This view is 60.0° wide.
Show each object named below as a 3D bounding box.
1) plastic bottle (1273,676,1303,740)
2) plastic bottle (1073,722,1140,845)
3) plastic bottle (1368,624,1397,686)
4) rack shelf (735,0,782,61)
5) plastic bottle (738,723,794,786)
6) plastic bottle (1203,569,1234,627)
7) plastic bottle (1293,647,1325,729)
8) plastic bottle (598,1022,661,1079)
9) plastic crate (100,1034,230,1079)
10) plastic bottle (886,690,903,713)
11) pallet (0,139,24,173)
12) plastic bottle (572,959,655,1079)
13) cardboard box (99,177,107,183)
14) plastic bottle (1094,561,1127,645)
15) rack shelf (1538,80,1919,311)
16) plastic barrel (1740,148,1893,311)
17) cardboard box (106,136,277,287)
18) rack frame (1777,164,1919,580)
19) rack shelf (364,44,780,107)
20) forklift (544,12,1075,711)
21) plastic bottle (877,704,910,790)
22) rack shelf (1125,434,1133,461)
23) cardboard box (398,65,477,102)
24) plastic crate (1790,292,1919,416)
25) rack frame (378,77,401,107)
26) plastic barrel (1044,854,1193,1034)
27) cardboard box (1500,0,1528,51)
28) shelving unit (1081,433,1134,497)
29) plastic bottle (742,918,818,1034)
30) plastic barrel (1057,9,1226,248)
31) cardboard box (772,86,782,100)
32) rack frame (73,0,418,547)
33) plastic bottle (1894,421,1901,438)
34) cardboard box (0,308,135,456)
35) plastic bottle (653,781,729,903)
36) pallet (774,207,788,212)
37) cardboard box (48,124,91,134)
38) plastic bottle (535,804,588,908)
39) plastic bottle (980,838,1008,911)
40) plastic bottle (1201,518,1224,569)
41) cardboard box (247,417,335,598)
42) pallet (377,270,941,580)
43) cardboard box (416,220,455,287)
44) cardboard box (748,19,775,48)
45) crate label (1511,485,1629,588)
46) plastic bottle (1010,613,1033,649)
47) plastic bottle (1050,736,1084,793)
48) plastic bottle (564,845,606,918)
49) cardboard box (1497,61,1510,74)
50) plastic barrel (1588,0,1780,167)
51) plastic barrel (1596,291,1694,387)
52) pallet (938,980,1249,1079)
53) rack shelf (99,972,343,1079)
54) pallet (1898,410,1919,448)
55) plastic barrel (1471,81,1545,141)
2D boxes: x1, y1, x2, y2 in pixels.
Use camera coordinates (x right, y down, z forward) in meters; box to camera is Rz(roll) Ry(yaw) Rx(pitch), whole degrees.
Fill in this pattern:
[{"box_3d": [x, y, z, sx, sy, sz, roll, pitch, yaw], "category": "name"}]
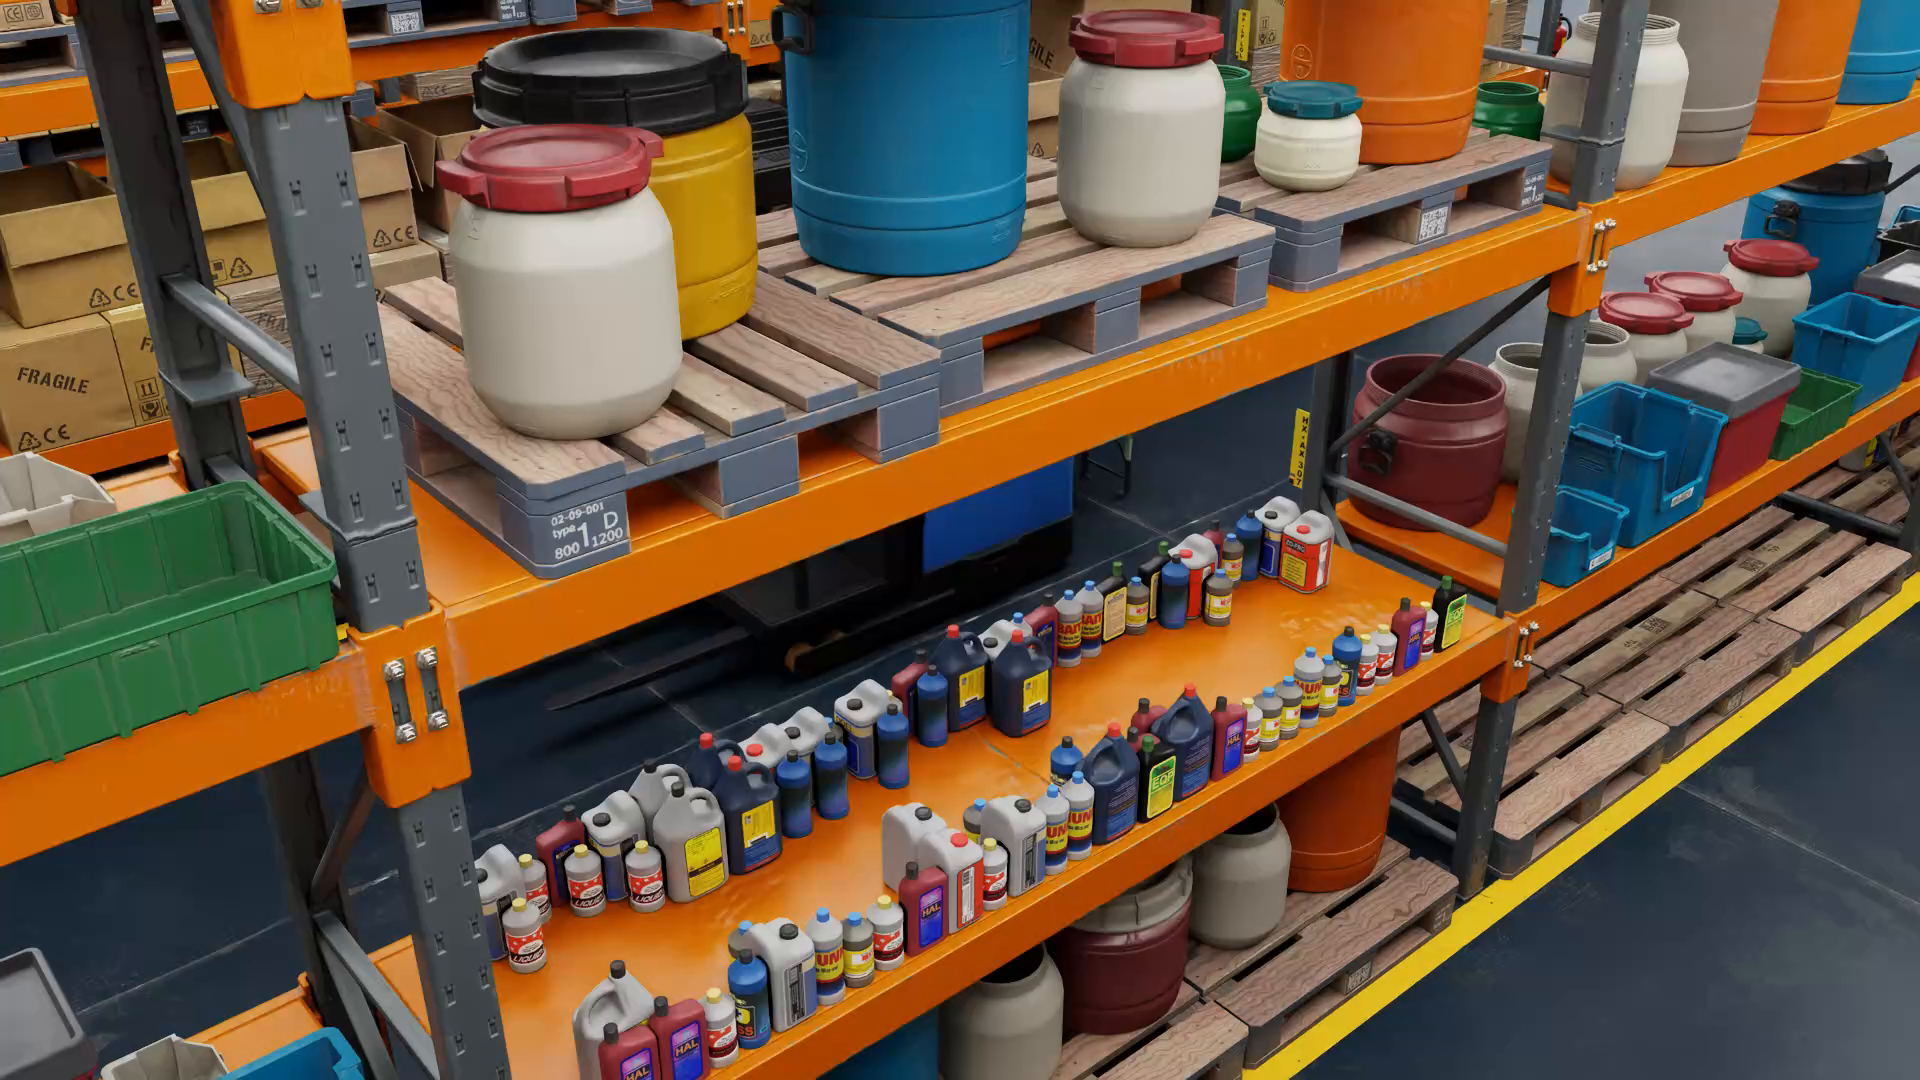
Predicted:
[{"box_3d": [1.038, 0.526, 5.294, 0.097, 0.201, 0.097, 0, 28, 0], "category": "plastic bottle"}, {"box_3d": [0.424, 0.693, 4.824, 0.185, 0.351, 0.144, -22, 35, -35], "category": "plastic bottle"}, {"box_3d": [1.409, 0.377, 5.573, 0.097, 0.201, 0.097, 0, 28, 0], "category": "plastic bottle"}, {"box_3d": [0.022, -3.480, 10.160, 4.000, 0.370, 1.077, -22, 35, -35], "category": "rack shelf"}, {"box_3d": [-0.577, 0.689, 4.909, 0.135, 0.276, 0.152, -22, 35, -35], "category": "plastic bottle"}, {"box_3d": [0.919, 0.198, 5.908, 0.097, 0.201, 0.097, 0, 28, 0], "category": "plastic bottle"}, {"box_3d": [1.113, 0.465, 5.333, 0.097, 0.271, 0.097, 0, 28, 0], "category": "plastic bottle"}, {"box_3d": [-0.772, 1.229, 3.891, 0.133, 0.283, 0.061, -22, 35, -35], "category": "plastic bottle"}, {"box_3d": [-1.775, 1.318, 3.817, 0.243, 0.136, 0.396, -22, 35, -35], "category": "plastic crate"}, {"box_3d": [-0.227, 0.565, 5.221, 0.097, 0.201, 0.097, 0, 28, 0], "category": "plastic bottle"}, {"box_3d": [-7.009, -2.545, 11.034, 1.213, 0.211, 1.003, -22, 35, -35], "category": "pallet"}, {"box_3d": [-0.819, 1.155, 3.959, 0.185, 0.351, 0.144, -22, 35, -35], "category": "plastic bottle"}, {"box_3d": [-6.490, -2.500, 12.156, 0.500, 0.250, 0.500, -24, 36, -37], "category": "cardboard box"}, {"box_3d": [0.517, 0.218, 5.783, 0.133, 0.283, 0.061, -22, 35, -35], "category": "plastic bottle"}, {"box_3d": [3.236, -1.704, 6.837, 4.000, 0.370, 1.077, -22, 35, -35], "category": "rack shelf"}, {"box_3d": [4.267, -1.522, 8.383, 0.708, 0.901, 0.600, -22, 35, -35], "category": "plastic barrel"}, {"box_3d": [-3.533, -1.530, 7.759, 0.637, 0.503, 0.797, -21, 35, -34], "category": "cardboard box"}, {"box_3d": [4.758, -1.310, 8.519, 0.127, 3.000, 1.000, -22, 35, -35], "category": "rack frame"}, {"box_3d": [-3.121, -3.966, 14.253, 4.000, 0.370, 1.077, -22, 35, -35], "category": "rack shelf"}, {"box_3d": [-0.851, -0.911, 7.846, 3.031, 2.935, 1.130, -21, 34, -34], "category": "forklift"}, {"box_3d": [-0.203, 0.618, 5.047, 0.097, 0.271, 0.097, 0, 28, 0], "category": "plastic bottle"}, {"box_3d": [0.579, -0.592, 9.459, 0.720, 0.370, 0.431, -21, 34, -34], "category": "rack shelf"}, {"box_3d": [-4.126, -3.757, 12.991, 0.500, 0.500, 0.500, -21, 35, -34], "category": "cardboard box"}, {"box_3d": [4.120, -0.854, 7.683, 0.575, 0.384, 0.392, -22, 35, -35], "category": "plastic crate"}, {"box_3d": [-4.642, -3.672, 12.938, 0.127, 3.000, 1.000, -22, 35, -35], "category": "rack frame"}, {"box_3d": [0.495, 1.293, 5.761, 0.708, 0.588, 0.600, -22, 35, -35], "category": "plastic barrel"}, {"box_3d": [4.150, -4.327, 13.742, 0.500, 0.500, 0.875, -22, 35, -35], "category": "cardboard box"}, {"box_3d": [0.579, -0.880, 9.305, 0.755, 1.500, 0.431, -21, 34, -34], "category": "shelving unit"}, {"box_3d": [-0.450, 1.075, 4.188, 0.135, 0.276, 0.152, -22, 35, -35], "category": "plastic bottle"}, {"box_3d": [0.464, -1.058, 4.276, 0.433, 0.535, 0.433, 0, 28, 0], "category": "plastic barrel"}, {"box_3d": [-0.755, -2.478, 10.153, 0.500, 0.500, 0.700, -16, 32, -28], "category": "cardboard box"}, {"box_3d": [-1.328, -1.509, 2.526, 0.127, 3.000, 1.000, -22, 35, -35], "category": "rack frame"}, {"box_3d": [5.538, -0.735, 9.859, 0.133, 0.283, 0.061, -22, 35, -35], "category": "plastic bottle"}, {"box_3d": [-4.031, -0.734, 7.335, 0.500, 0.500, 0.500, -22, 35, -35], "category": "cardboard box"}, {"box_3d": [-0.748, 0.812, 4.600, 0.185, 0.351, 0.144, -22, 35, -35], "category": "plastic bottle"}, {"box_3d": [-1.027, -2.034, 10.077, 1.003, 0.211, 1.213, -22, 35, -35], "category": "pallet"}, {"box_3d": [-6.097, -2.880, 11.277, 0.250, 0.149, 0.380, -23, 36, -36], "category": "cardboard box"}, {"box_3d": [-1.092, 0.865, 4.573, 0.133, 0.283, 0.061, -22, 35, -35], "category": "plastic bottle"}, {"box_3d": [0.082, 0.911, 4.574, 0.097, 0.201, 0.097, 0, 28, 0], "category": "plastic bottle"}, {"box_3d": [0.896, 0.066, 6.069, 0.133, 0.283, 0.061, -22, 35, -35], "category": "plastic bottle"}, {"box_3d": [-3.390, -0.364, 8.557, 0.875, 0.875, 1.225, -23, 36, -37], "category": "cardboard box"}, {"box_3d": [-0.795, -0.377, 3.792, 1.003, 0.211, 1.213, -22, 35, -35], "category": "pallet"}, {"box_3d": [-2.491, -1.356, 8.500, 0.500, 0.500, 0.500, -23, 36, -36], "category": "cardboard box"}, {"box_3d": [-1.823, -4.684, 14.727, 0.500, 0.500, 0.500, -22, 35, -35], "category": "cardboard box"}, {"box_3d": [2.279, -0.007, 6.259, 0.416, 0.233, 0.303, -22, 35, -35], "category": "crate label"}, {"box_3d": [0.191, 0.366, 5.520, 0.097, 0.271, 0.097, 0, 28, 0], "category": "plastic bottle"}, {"box_3d": [0.313, 0.698, 4.898, 0.097, 0.271, 0.097, 0, 28, 0], "category": "plastic bottle"}, {"box_3d": [-1.027, 0.924, 4.549, 0.097, 0.201, 0.097, 0, 28, 0], "category": "plastic bottle"}, {"box_3d": [4.313, -3.962, 13.747, 0.250, 0.149, 0.380, -22, 35, -35], "category": "cardboard box"}, {"box_3d": [2.480, -1.804, 5.729, 0.600, 0.901, 0.600, 0, 28, 0], "category": "plastic barrel"}, {"box_3d": [3.000, -0.799, 7.419, 0.433, 0.535, 0.433, 0, 28, 0], "category": "plastic barrel"}, {"box_3d": [0.214, 1.771, 5.713, 1.213, 0.211, 1.003, -22, 35, -35], "category": "pallet"}, {"box_3d": [-2.850, 2.066, 2.965, 4.000, 0.370, 1.077, -22, 35, -35], "category": "rack shelf"}, {"box_3d": [6.224, -0.646, 10.235, 1.213, 0.211, 1.003, -22, 35, -35], "category": "pallet"}, {"box_3d": [1.869, -1.435, 5.735, 0.294, 0.245, 0.294, 0, 28, 0], "category": "plastic barrel"}]
